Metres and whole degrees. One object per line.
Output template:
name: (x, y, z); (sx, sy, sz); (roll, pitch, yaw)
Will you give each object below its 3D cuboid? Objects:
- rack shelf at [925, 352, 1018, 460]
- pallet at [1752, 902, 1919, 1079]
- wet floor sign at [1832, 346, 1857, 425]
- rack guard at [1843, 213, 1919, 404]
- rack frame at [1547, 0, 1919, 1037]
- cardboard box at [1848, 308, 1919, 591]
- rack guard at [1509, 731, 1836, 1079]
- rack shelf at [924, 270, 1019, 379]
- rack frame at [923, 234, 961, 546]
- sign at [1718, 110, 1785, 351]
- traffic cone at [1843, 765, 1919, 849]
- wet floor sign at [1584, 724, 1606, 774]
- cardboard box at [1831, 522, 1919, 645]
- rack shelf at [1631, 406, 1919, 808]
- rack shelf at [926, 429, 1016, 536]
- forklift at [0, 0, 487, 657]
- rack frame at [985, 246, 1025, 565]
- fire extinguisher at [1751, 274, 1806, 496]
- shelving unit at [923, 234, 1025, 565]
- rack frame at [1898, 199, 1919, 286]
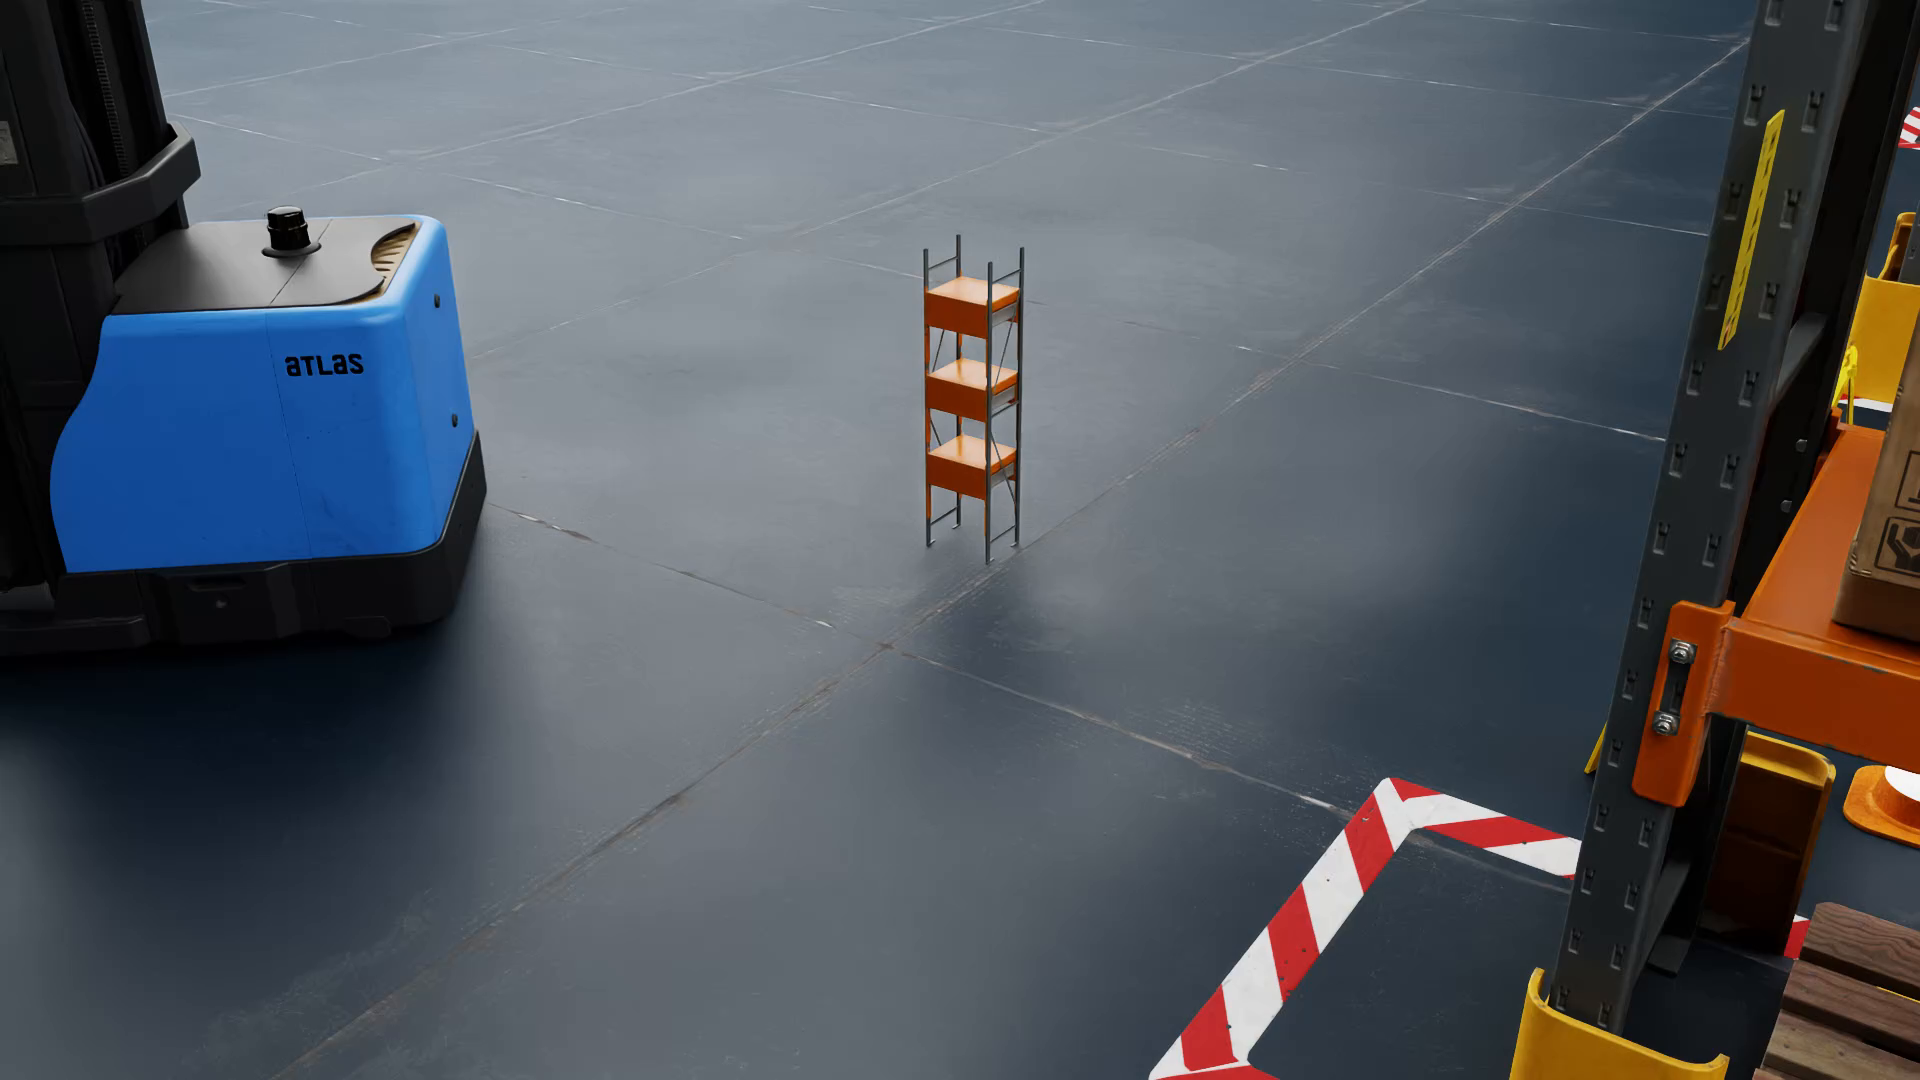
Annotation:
rack shelf: (0.044, -0.445, 5.490); (0.240, 0.259, 0.215); (17, 32, 30)
pallet: (2.132, 1.234, 3.093); (1.213, 0.211, 1.003); (17, 32, 30)
wet floor sign: (2.994, -0.345, 5.716); (0.232, 0.644, 0.267); (12, 29, 22)
rack guard: (4.120, -1.019, 7.201); (0.348, 0.500, 1.175); (17, 32, 30)
rack frame: (1.420, -0.250, 2.935); (0.127, 3.000, 1.000); (17, 32, 30)
cardboard box: (1.654, -0.202, 2.402); (0.500, 0.500, 0.500); (17, 31, 30)
rack guard: (1.483, 0.883, 3.463); (0.348, 0.500, 1.175); (17, 32, 30)
rack shelf: (0.044, -0.698, 5.361); (0.240, 0.259, 0.215); (17, 32, 30)
rack frame: (-0.056, -0.485, 5.546); (0.008, 1.050, 0.200); (17, 32, 30)
sign: (1.113, -0.433, 2.340); (0.005, 0.325, 0.100); (17, 32, 30)
traffic cone: (2.505, 0.508, 4.241); (0.334, 0.463, 0.336); (17, 32, 30)
wet floor sign: (1.869, 0.350, 4.350); (0.267, 0.644, 0.232); (-18, 32, -31)
cardboard box: (1.583, 0.026, 2.668); (0.250, 0.149, 0.380); (17, 32, 31)
rack shelf: (3.069, 0.584, 2.089); (4.000, 0.370, 1.077); (17, 32, 30)
rack shelf: (0.044, -0.197, 5.616); (0.240, 0.259, 0.215); (17, 32, 30)
forklift: (-3.133, -1.134, 4.747); (3.031, 2.935, 1.130); (-3, 27, -7)
rack frame: (0.145, -0.423, 5.423); (0.008, 1.050, 0.200); (17, 32, 30)
fire extinguisher: (1.587, -0.417, 3.348); (0.183, 0.674, 0.296); (17, 32, 30)
shelving unit: (0.044, -0.454, 5.485); (0.252, 1.050, 0.215); (17, 32, 30)
rack frame: (4.139, -2.127, 6.622); (0.127, 3.000, 1.000); (17, 32, 30)
